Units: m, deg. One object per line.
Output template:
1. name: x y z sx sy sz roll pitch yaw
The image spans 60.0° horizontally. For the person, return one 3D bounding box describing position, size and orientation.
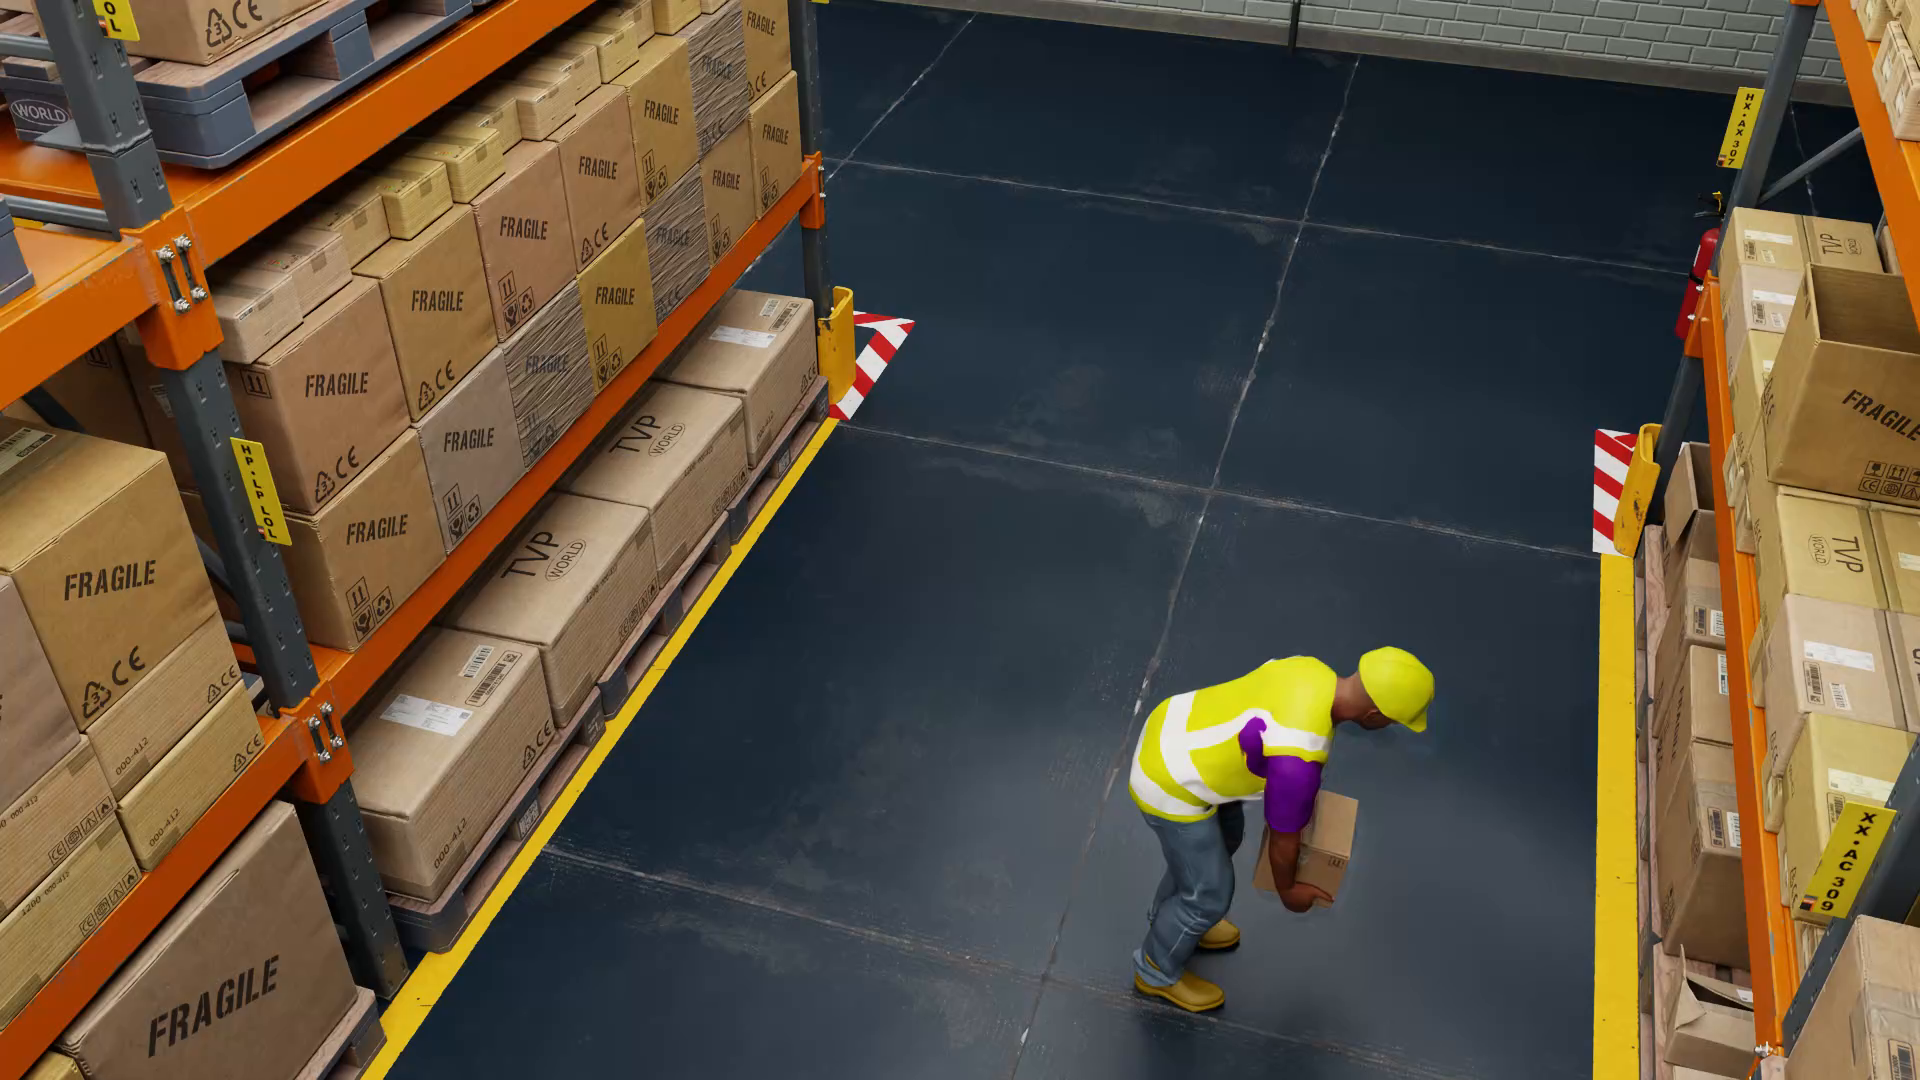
1. person: 0.948 0.866 5.202 0.842 1.489 0.476 10 38 13
